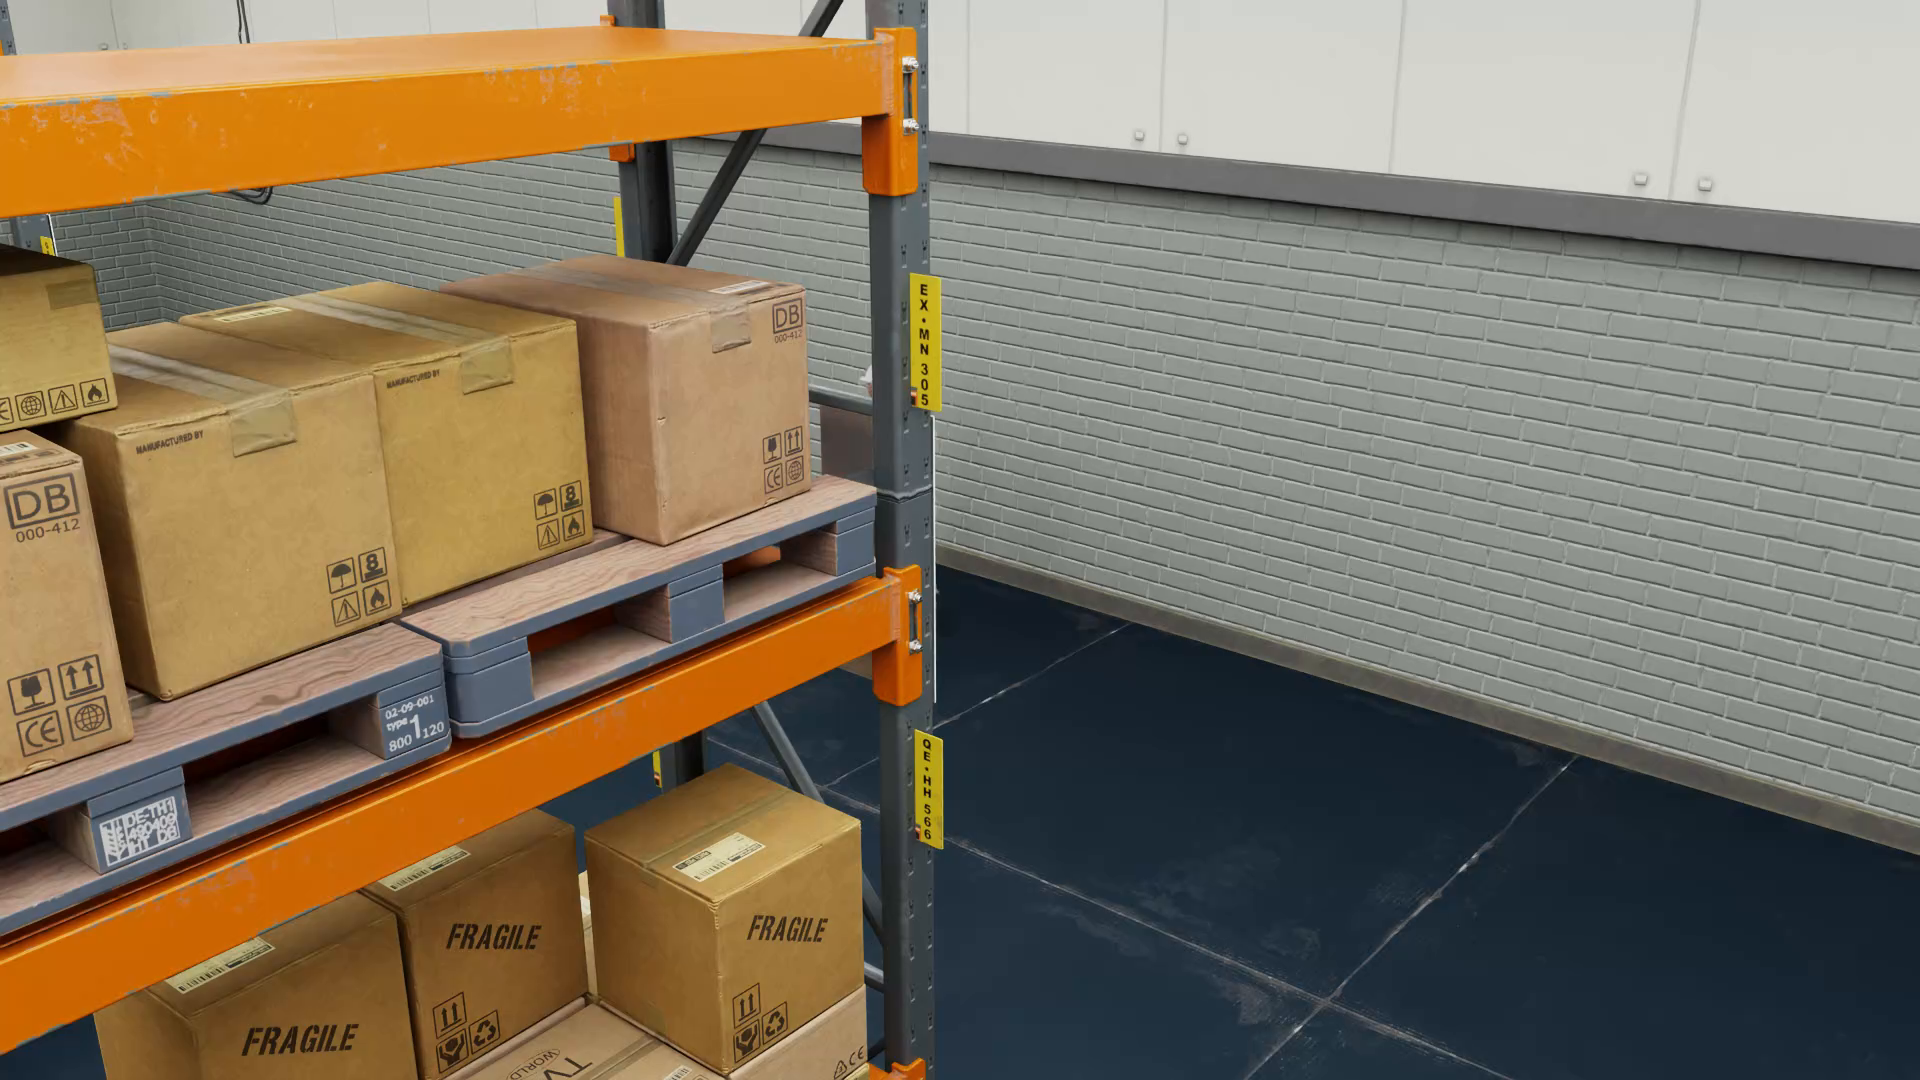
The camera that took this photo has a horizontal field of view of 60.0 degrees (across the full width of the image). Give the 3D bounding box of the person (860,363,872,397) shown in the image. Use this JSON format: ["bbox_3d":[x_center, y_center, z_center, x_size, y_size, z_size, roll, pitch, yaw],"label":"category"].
[{"bbox_3d":[-0.533,-0.313,10.918,0.412,1.783,0.577,17,26,38],"label":"person"}]
